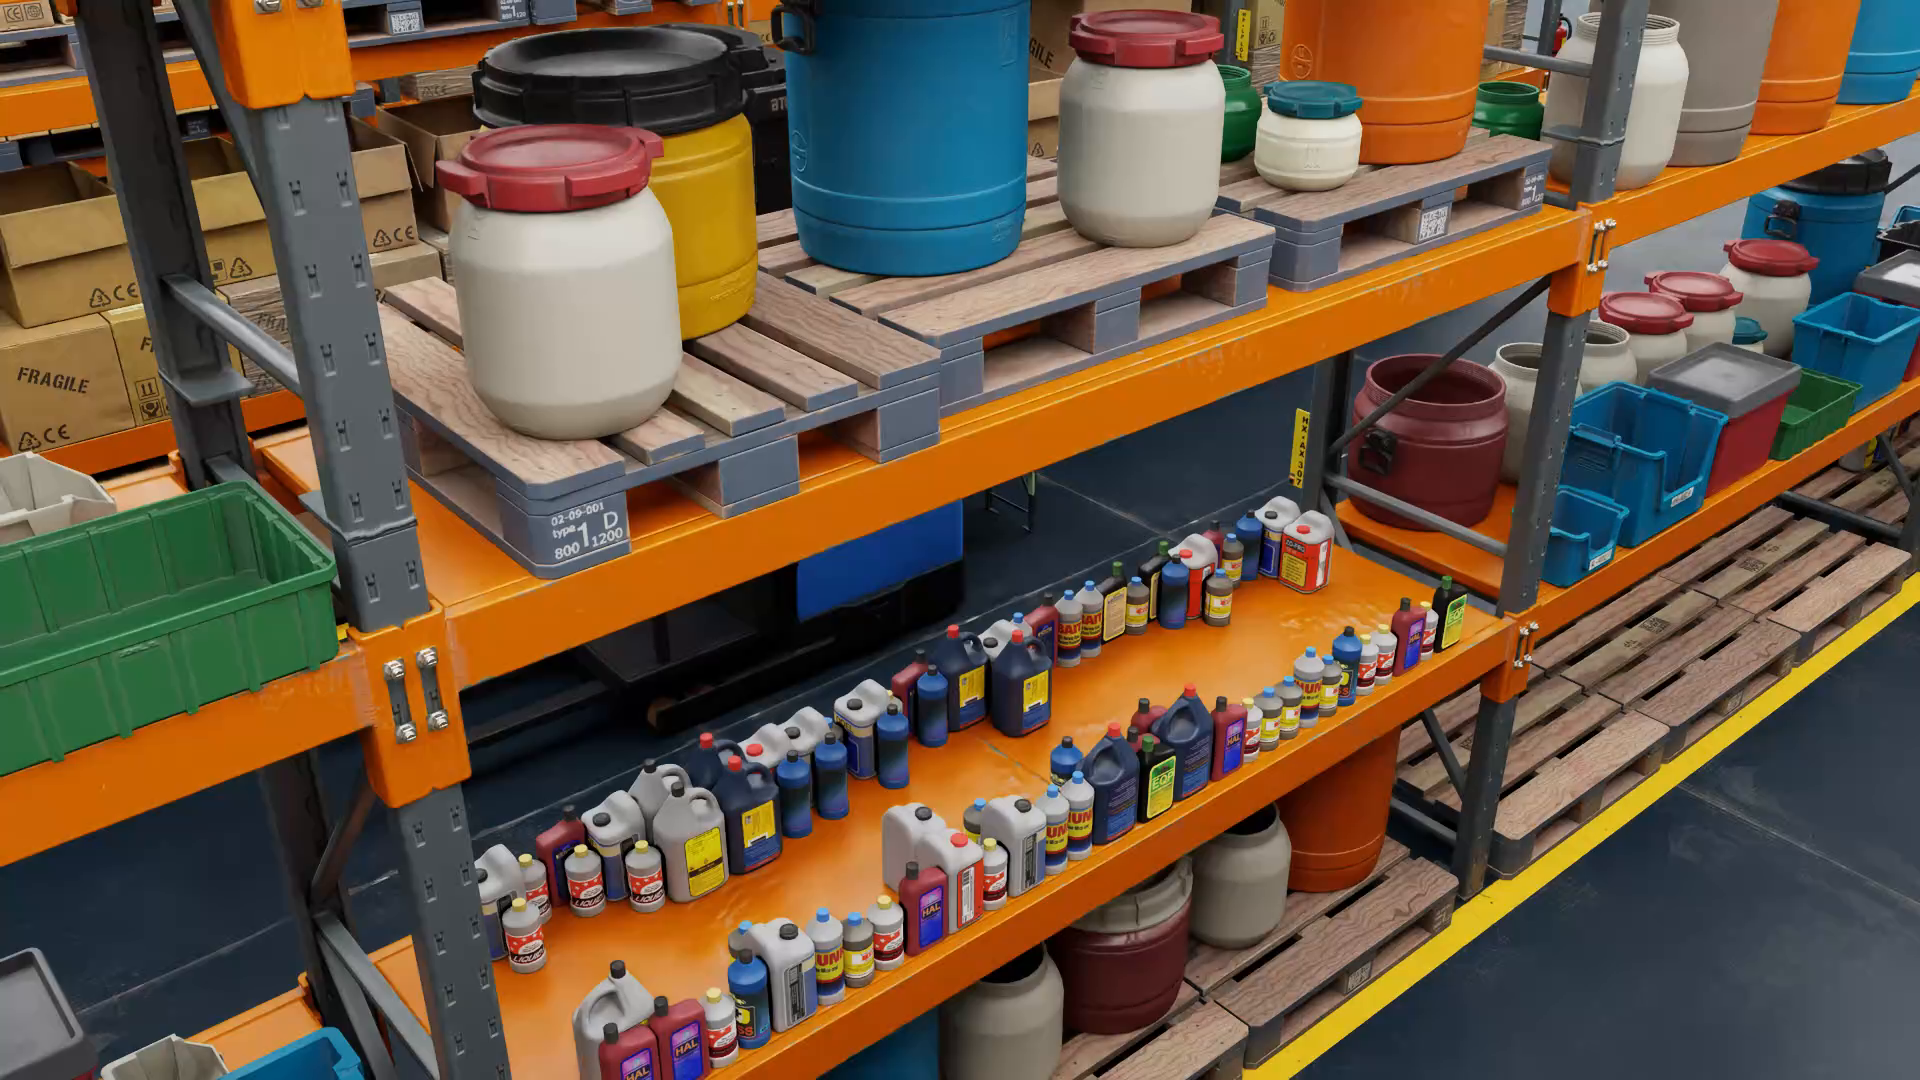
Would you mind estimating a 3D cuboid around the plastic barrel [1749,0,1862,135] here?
[{"bbox_3d":[2.978,-1.972,6.120,0.708,0.830,0.600,-22,35,-35],"label":"plastic barrel"}]

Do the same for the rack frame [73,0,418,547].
[{"bbox_3d":[-1.328,-1.509,2.526,0.127,3.000,1.000,-22,35,-35],"label":"rack frame"}]

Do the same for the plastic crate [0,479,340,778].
[{"bbox_3d":[-1.454,0.146,2.837,0.662,0.188,0.450,-22,35,-35],"label":"plastic crate"}]

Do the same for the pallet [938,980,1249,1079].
[{"bbox_3d":[0.214,1.771,5.713,1.213,0.211,1.003,-22,35,-35],"label":"pallet"}]

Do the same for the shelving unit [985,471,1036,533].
[{"bbox_3d":[0.005,-0.664,8.900,0.755,1.500,0.431,-22,35,-35],"label":"shelving unit"}]

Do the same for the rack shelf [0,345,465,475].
[{"bbox_3d":[-3.021,-0.933,8.577,4.000,0.370,1.077,-22,35,-35],"label":"rack shelf"}]

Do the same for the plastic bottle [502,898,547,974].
[{"bbox_3d":[-1.143,1.027,4.356,0.097,0.201,0.097,0,28,0],"label":"plastic bottle"}]

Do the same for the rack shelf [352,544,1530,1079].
[{"bbox_3d":[0.193,0.843,5.254,4.000,0.370,1.077,-22,35,-35],"label":"rack shelf"}]

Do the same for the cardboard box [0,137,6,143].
[{"bbox_3d":[-6.496,-2.717,10.972,0.250,0.149,0.380,-21,35,-34],"label":"cardboard box"}]

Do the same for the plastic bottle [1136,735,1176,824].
[{"bbox_3d":[0.572,0.689,4.903,0.133,0.283,0.061,-22,35,-35],"label":"plastic bottle"}]

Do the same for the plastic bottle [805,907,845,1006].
[{"bbox_3d":[-0.344,1.051,4.237,0.097,0.271,0.097,0,28,0],"label":"plastic bottle"}]

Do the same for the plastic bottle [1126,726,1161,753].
[{"bbox_3d":[0.533,0.667,4.944,0.133,0.283,0.061,-22,35,-35],"label":"plastic bottle"}]

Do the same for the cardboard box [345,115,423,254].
[{"bbox_3d":[-3.070,-1.725,8.126,0.637,0.503,0.797,-21,34,-33],"label":"cardboard box"}]

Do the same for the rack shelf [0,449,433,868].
[{"bbox_3d":[-2.850,0.743,2.258,4.000,0.370,1.077,-22,35,-35],"label":"rack shelf"}]

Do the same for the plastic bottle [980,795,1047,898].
[{"bbox_3d":[0.152,0.833,4.641,0.135,0.276,0.152,-22,35,-35],"label":"plastic bottle"}]

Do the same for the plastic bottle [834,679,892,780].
[{"bbox_3d":[-0.298,0.577,5.119,0.135,0.276,0.152,-22,35,-35],"label":"plastic bottle"}]

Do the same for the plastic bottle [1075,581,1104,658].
[{"bbox_3d":[0.441,0.265,5.708,0.097,0.271,0.097,0,28,0],"label":"plastic bottle"}]

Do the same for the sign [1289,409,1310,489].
[{"bbox_3d":[1.352,-0.354,6.556,0.005,0.325,0.100,-22,35,-35],"label":"sign"}]

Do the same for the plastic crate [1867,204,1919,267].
[{"bbox_3d":[5.423,-1.681,9.370,0.616,0.251,0.499,-22,35,-35],"label":"plastic crate"}]

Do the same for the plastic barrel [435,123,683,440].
[{"bbox_3d":[-0.765,-0.502,3.235,0.433,0.535,0.433,0,28,0],"label":"plastic barrel"}]

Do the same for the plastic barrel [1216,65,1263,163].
[{"bbox_3d":[0.759,-1.285,5.008,0.294,0.245,0.294,0,28,0],"label":"plastic barrel"}]

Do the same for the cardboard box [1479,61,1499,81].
[{"bbox_3d":[4.156,-3.867,13.569,0.250,0.149,0.380,-22,35,-35],"label":"cardboard box"}]

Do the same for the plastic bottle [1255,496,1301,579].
[{"bbox_3d":[1.176,-0.015,6.228,0.135,0.276,0.152,-22,35,-35],"label":"plastic bottle"}]

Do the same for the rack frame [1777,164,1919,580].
[{"bbox_3d":[4.758,-1.310,8.519,0.127,3.000,1.000,-22,35,-35],"label":"rack frame"}]

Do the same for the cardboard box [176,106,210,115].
[{"bbox_3d":[-5.500,-3.119,11.724,0.250,0.149,0.380,-24,36,-37],"label":"cardboard box"}]

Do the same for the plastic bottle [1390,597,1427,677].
[{"bbox_3d":[1.508,0.312,5.607,0.133,0.283,0.061,-22,35,-35],"label":"plastic bottle"}]

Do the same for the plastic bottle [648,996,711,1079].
[{"bbox_3d":[-0.671,1.188,3.967,0.133,0.283,0.061,-22,35,-35],"label":"plastic bottle"}]

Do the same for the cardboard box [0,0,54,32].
[{"bbox_3d":[-4.108,-2.372,6.772,0.500,0.500,0.700,-21,35,-34],"label":"cardboard box"}]

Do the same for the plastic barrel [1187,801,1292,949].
[{"bbox_3d":[0.982,1.186,6.042,0.421,0.512,0.421,0,28,0],"label":"plastic barrel"}]

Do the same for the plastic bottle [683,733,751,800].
[{"bbox_3d":[-0.701,0.704,4.803,0.185,0.351,0.144,-22,35,-35],"label":"plastic bottle"}]

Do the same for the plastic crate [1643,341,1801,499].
[{"bbox_3d":[3.143,-0.499,6.934,0.583,0.464,0.402,-22,35,-35],"label":"plastic crate"}]

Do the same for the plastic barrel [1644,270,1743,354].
[{"bbox_3d":[3.329,-0.932,7.667,0.433,0.535,0.433,0,28,0],"label":"plastic barrel"}]

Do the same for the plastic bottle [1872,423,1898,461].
[{"bbox_3d":[5.322,-0.617,9.644,0.135,0.276,0.152,-22,35,-35],"label":"plastic bottle"}]

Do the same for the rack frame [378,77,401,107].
[{"bbox_3d":[-4.642,-3.672,12.938,0.127,3.000,1.000,-22,35,-35],"label":"rack frame"}]

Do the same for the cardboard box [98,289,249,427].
[{"bbox_3d":[-3.649,-0.888,7.623,0.500,0.500,0.500,-22,35,-35],"label":"cardboard box"}]

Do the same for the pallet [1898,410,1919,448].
[{"bbox_3d":[6.224,-0.646,10.235,1.213,0.211,1.003,-22,35,-35],"label":"pallet"}]

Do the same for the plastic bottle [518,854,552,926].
[{"bbox_3d":[-1.168,0.943,4.514,0.097,0.201,0.097,0,28,0],"label":"plastic bottle"}]

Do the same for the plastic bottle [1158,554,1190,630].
[{"bbox_3d":[0.757,0.176,5.875,0.097,0.271,0.097,0,28,0],"label":"plastic bottle"}]

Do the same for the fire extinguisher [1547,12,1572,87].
[{"bbox_3d":[4.972,-4.146,13.907,0.183,0.674,0.296,-22,35,-35],"label":"fire extinguisher"}]

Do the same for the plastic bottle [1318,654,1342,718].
[{"bbox_3d":[1.187,0.466,5.406,0.097,0.201,0.097,0,28,0],"label":"plastic bottle"}]

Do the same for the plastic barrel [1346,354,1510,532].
[{"bbox_3d":[1.871,-0.397,6.666,0.708,0.536,0.600,-22,35,-35],"label":"plastic barrel"}]

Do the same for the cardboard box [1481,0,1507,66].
[{"bbox_3d":[3.847,-4.131,13.375,0.500,0.500,0.875,-22,35,-35],"label":"cardboard box"}]

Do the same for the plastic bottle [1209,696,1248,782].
[{"bbox_3d":[0.814,0.591,5.085,0.133,0.283,0.061,-22,35,-35],"label":"plastic bottle"}]

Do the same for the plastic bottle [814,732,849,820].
[{"bbox_3d":[-0.379,0.689,4.914,0.097,0.271,0.097,0,28,0],"label":"plastic bottle"}]

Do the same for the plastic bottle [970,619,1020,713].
[{"bbox_3d":[0.121,0.409,5.434,0.135,0.276,0.152,-22,35,-35],"label":"plastic bottle"}]

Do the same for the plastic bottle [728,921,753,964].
[{"bbox_3d":[-0.546,1.069,4.278,0.097,0.201,0.097,0,28,0],"label":"plastic bottle"}]

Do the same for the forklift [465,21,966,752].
[{"bbox_3d":[-1.435,-0.689,7.430,3.031,2.935,1.130,-21,34,-34],"label":"forklift"}]

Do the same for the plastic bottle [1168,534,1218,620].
[{"bbox_3d":[0.824,0.126,5.963,0.135,0.276,0.152,-22,35,-35],"label":"plastic bottle"}]

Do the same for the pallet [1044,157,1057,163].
[{"bbox_3d":[-0.021,-2.398,10.759,1.213,0.211,1.003,-22,35,-35],"label":"pallet"}]

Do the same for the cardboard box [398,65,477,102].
[{"bbox_3d":[-4.126,-3.757,12.991,0.500,0.500,0.500,-21,35,-34],"label":"cardboard box"}]

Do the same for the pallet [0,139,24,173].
[{"bbox_3d":[-7.009,-2.545,11.034,1.213,0.211,1.003,-22,35,-35],"label":"pallet"}]
